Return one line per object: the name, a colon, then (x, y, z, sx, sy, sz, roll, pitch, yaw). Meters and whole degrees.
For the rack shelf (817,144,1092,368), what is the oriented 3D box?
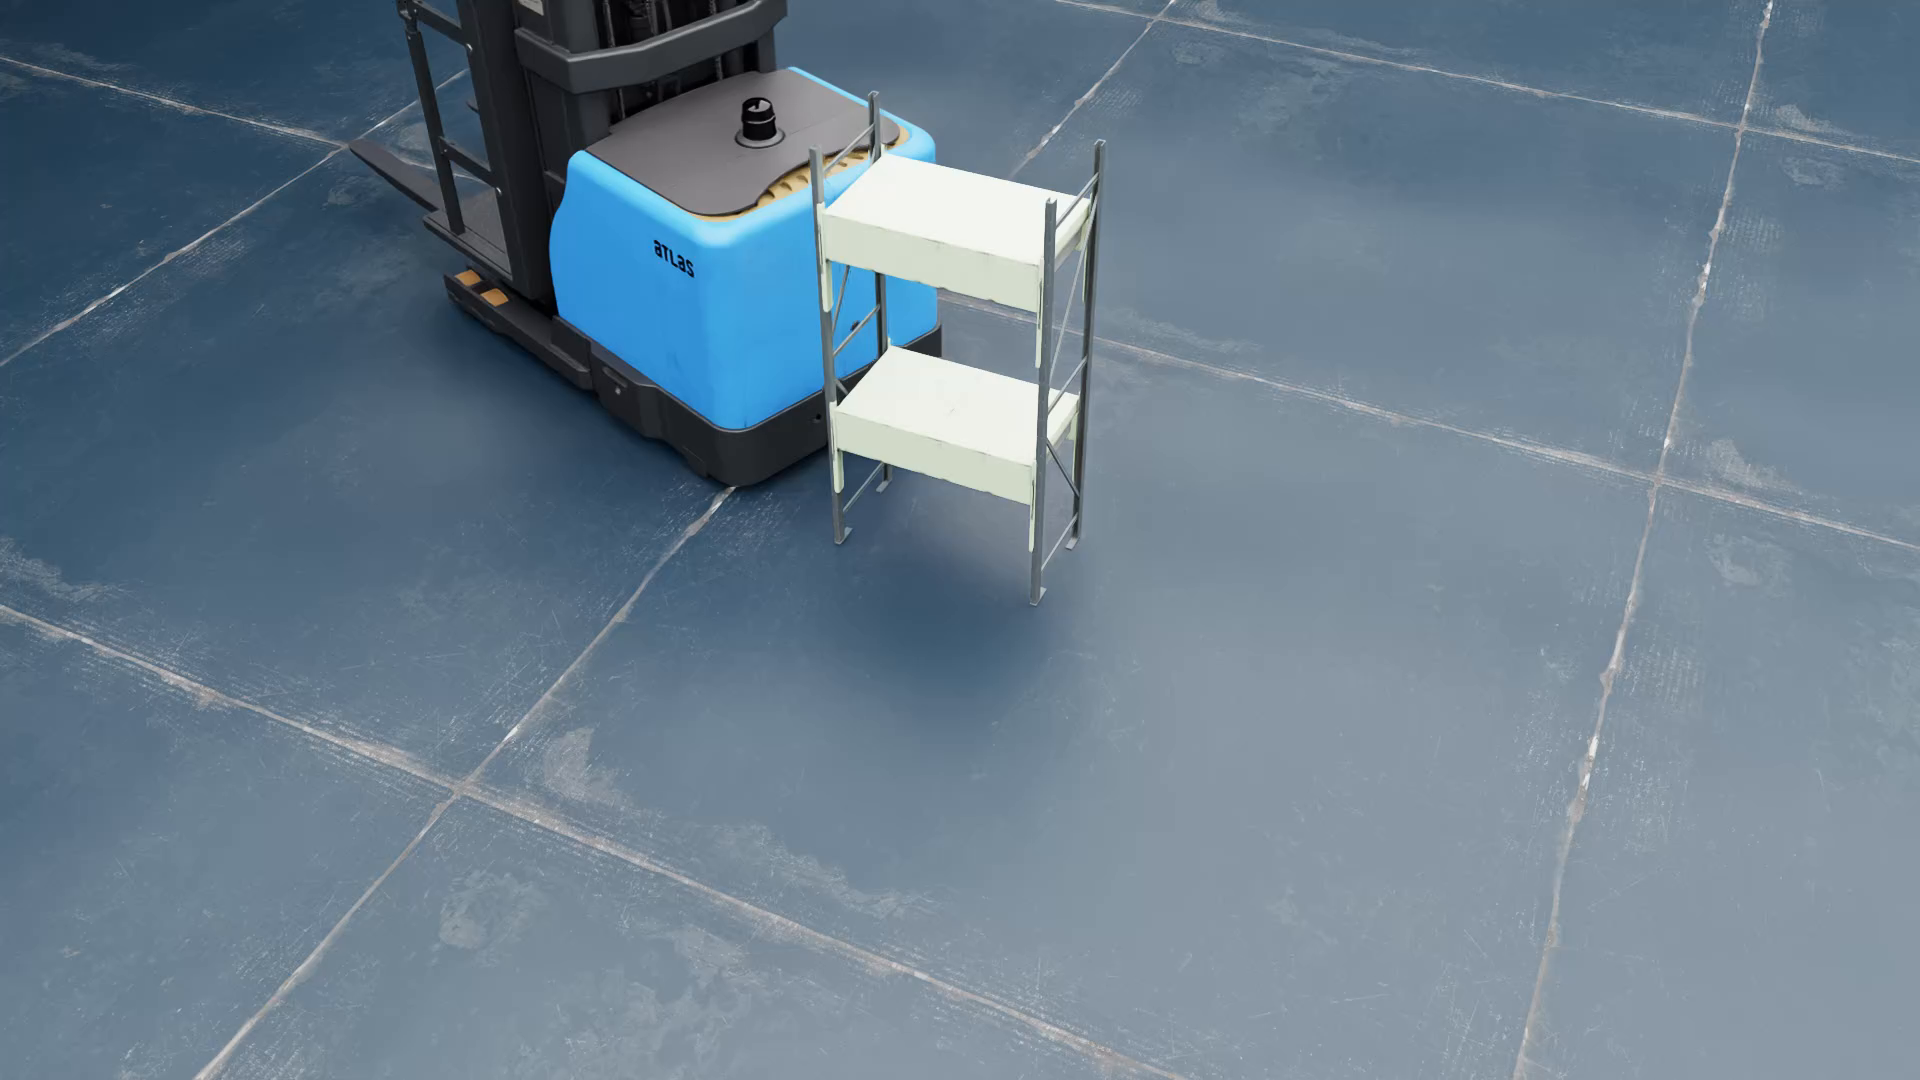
rack shelf: (-0.006, -0.863, 5.005, 0.720, 0.370, 0.431, 17, 44, 19)

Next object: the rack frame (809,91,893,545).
rack frame: (-0.338, -0.670, 5.378, 0.023, 1.500, 0.400, 17, 44, 19)

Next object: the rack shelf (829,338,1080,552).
rack shelf: (-0.006, -0.322, 5.474, 0.720, 0.370, 0.431, 17, 44, 19)

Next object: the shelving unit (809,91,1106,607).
shelving unit: (-0.006, -0.569, 5.261, 0.755, 1.500, 0.431, 17, 44, 19)

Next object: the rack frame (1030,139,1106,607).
rack frame: (0.326, -0.467, 5.144, 0.023, 1.500, 0.400, 17, 44, 19)

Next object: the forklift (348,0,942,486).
forklift: (-1.457, -2.163, 6.008, 1.130, 2.935, 3.031, -32, 50, -32)
